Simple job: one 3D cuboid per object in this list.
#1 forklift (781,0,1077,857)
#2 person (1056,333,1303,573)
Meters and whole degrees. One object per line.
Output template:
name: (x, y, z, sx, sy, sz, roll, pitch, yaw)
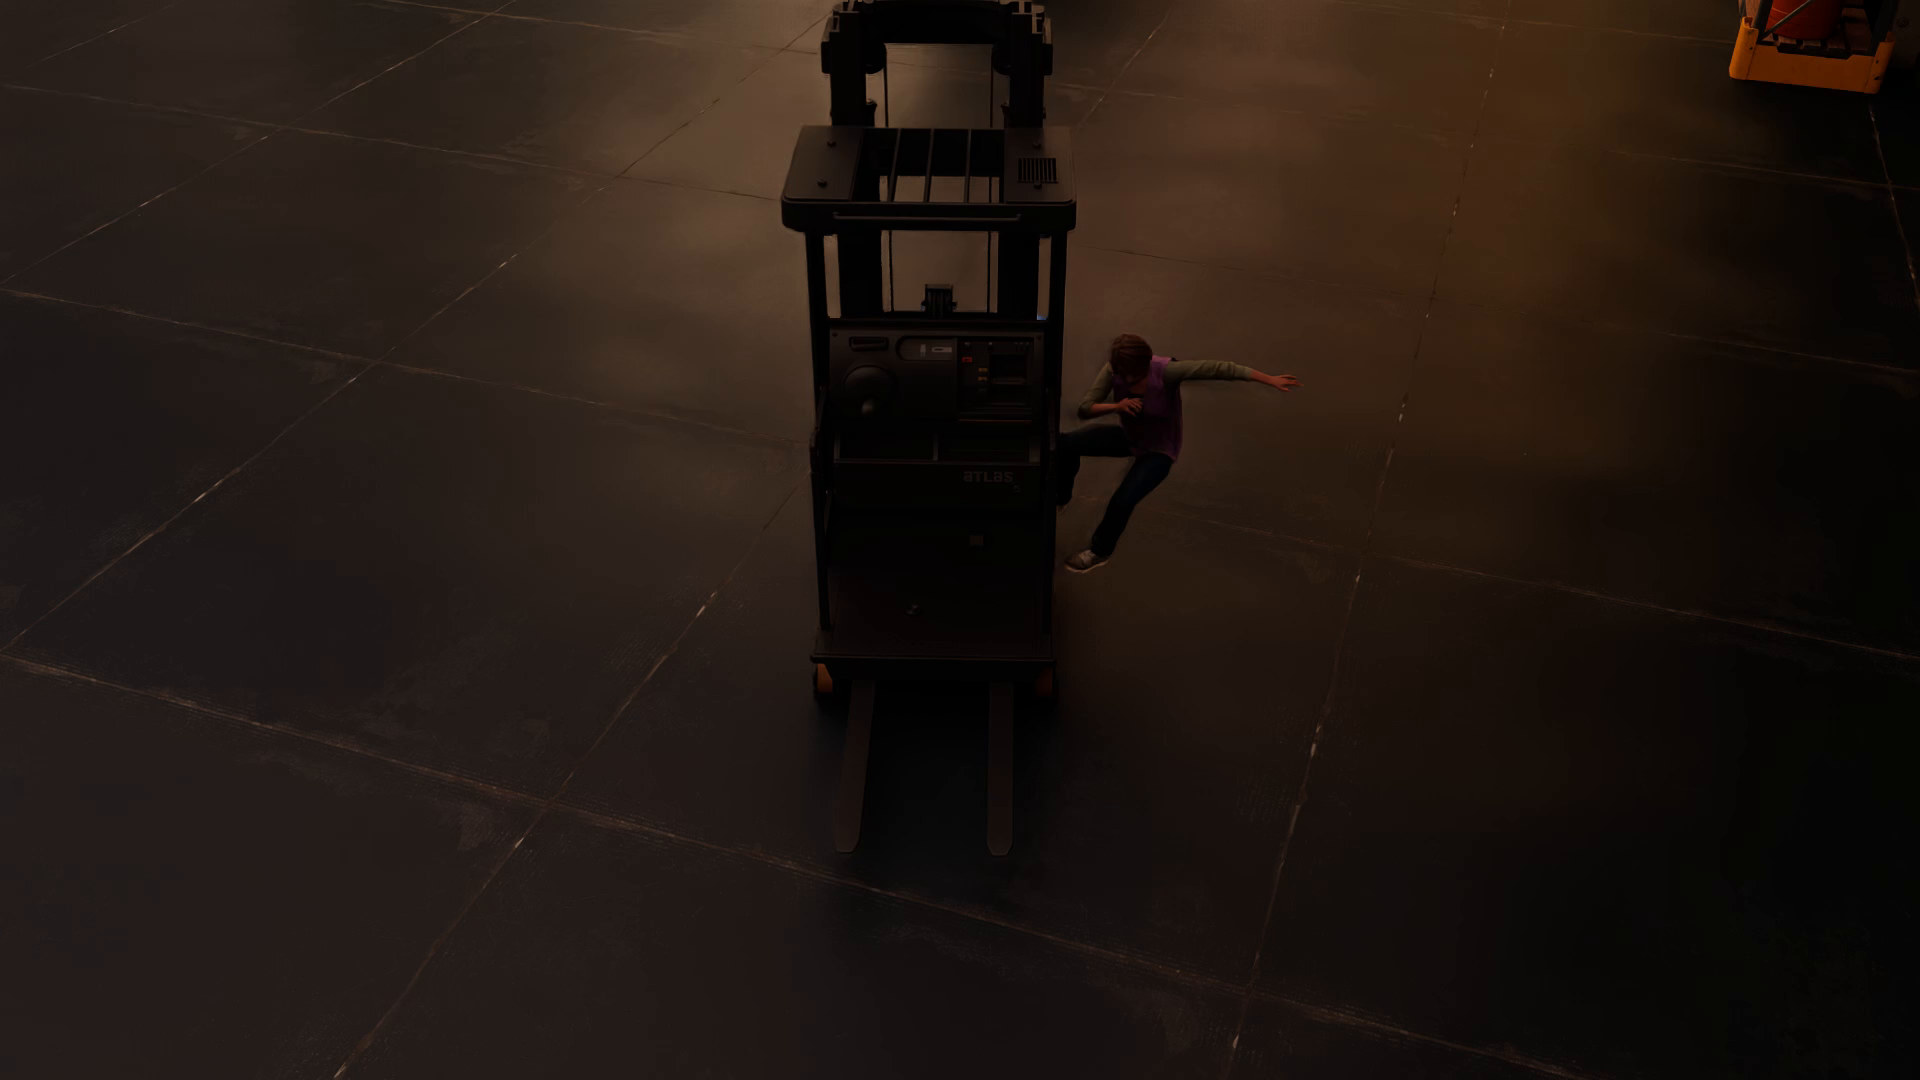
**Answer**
forklift: (-0.105, -0.658, 7.038, 1.130, 2.935, 3.031, 1, 35, 1)
person: (0.932, -0.411, 8.000, 1.220, 1.251, 0.638, 17, 39, 23)
